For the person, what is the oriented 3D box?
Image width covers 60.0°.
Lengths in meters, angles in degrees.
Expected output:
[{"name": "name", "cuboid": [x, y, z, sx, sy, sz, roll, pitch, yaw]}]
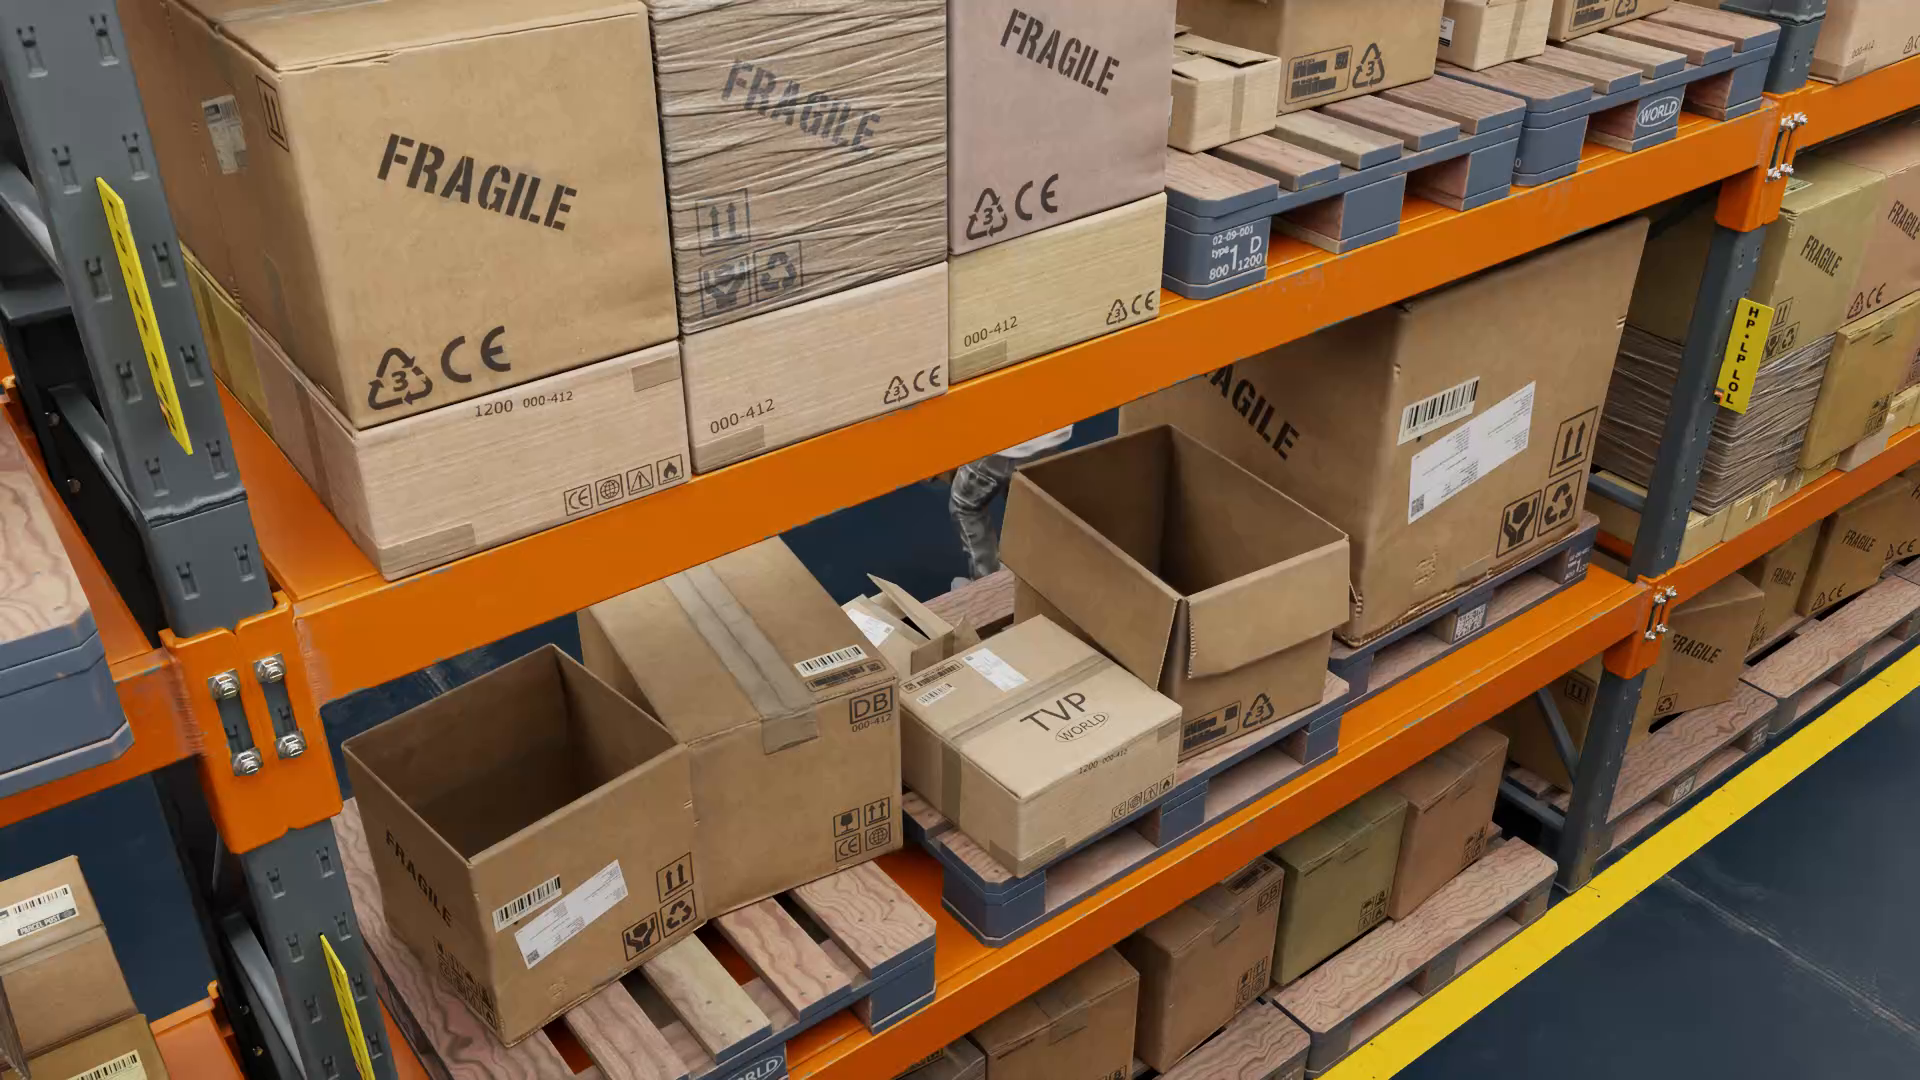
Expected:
[{"name": "person", "cuboid": [0.069, -0.406, 7.131, 0.494, 1.398, 0.894, -24, 39, -33]}]
